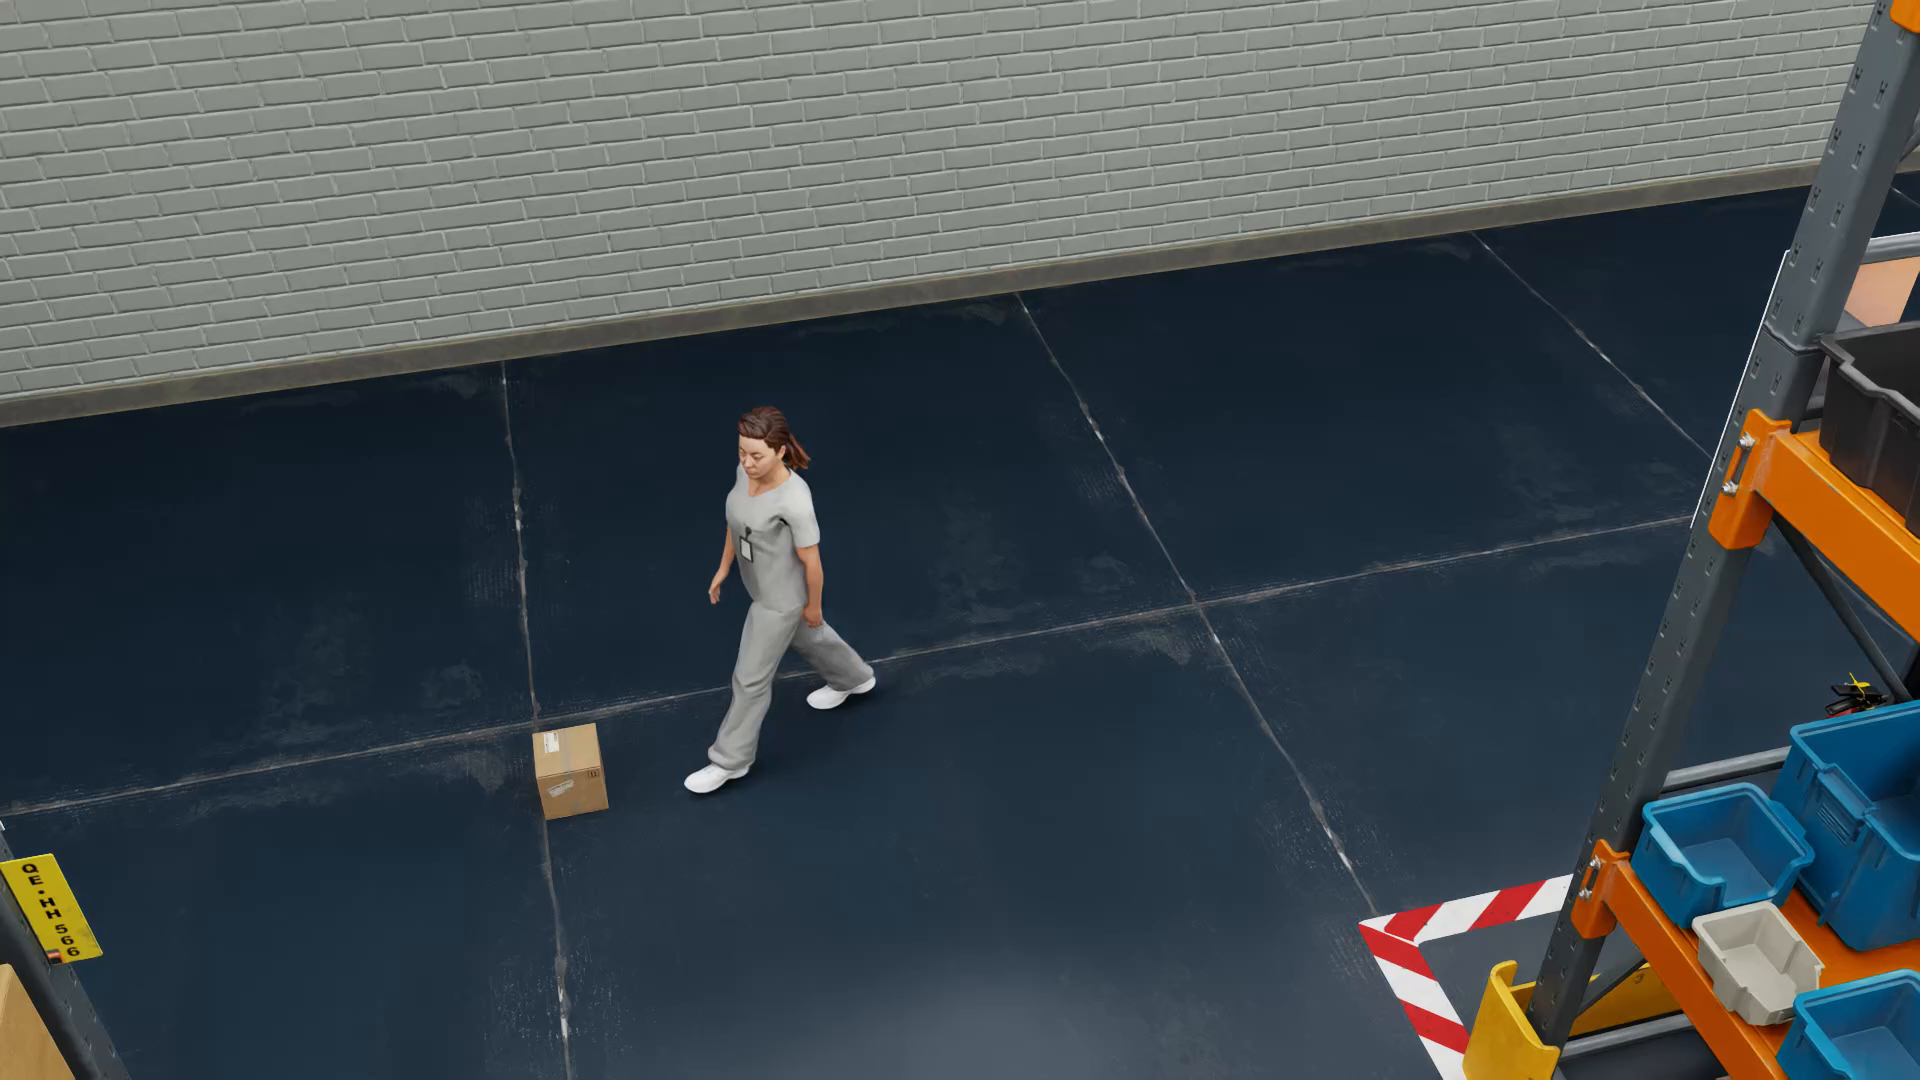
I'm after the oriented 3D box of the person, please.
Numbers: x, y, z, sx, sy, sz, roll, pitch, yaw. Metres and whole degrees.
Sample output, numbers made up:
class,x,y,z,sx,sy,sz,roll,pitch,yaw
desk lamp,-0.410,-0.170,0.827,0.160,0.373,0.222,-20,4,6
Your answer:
class,x,y,z,sx,sy,sz,roll,pitch,yaw
person,-0.755,0.187,6.479,0.953,1.633,0.447,-19,42,-23
